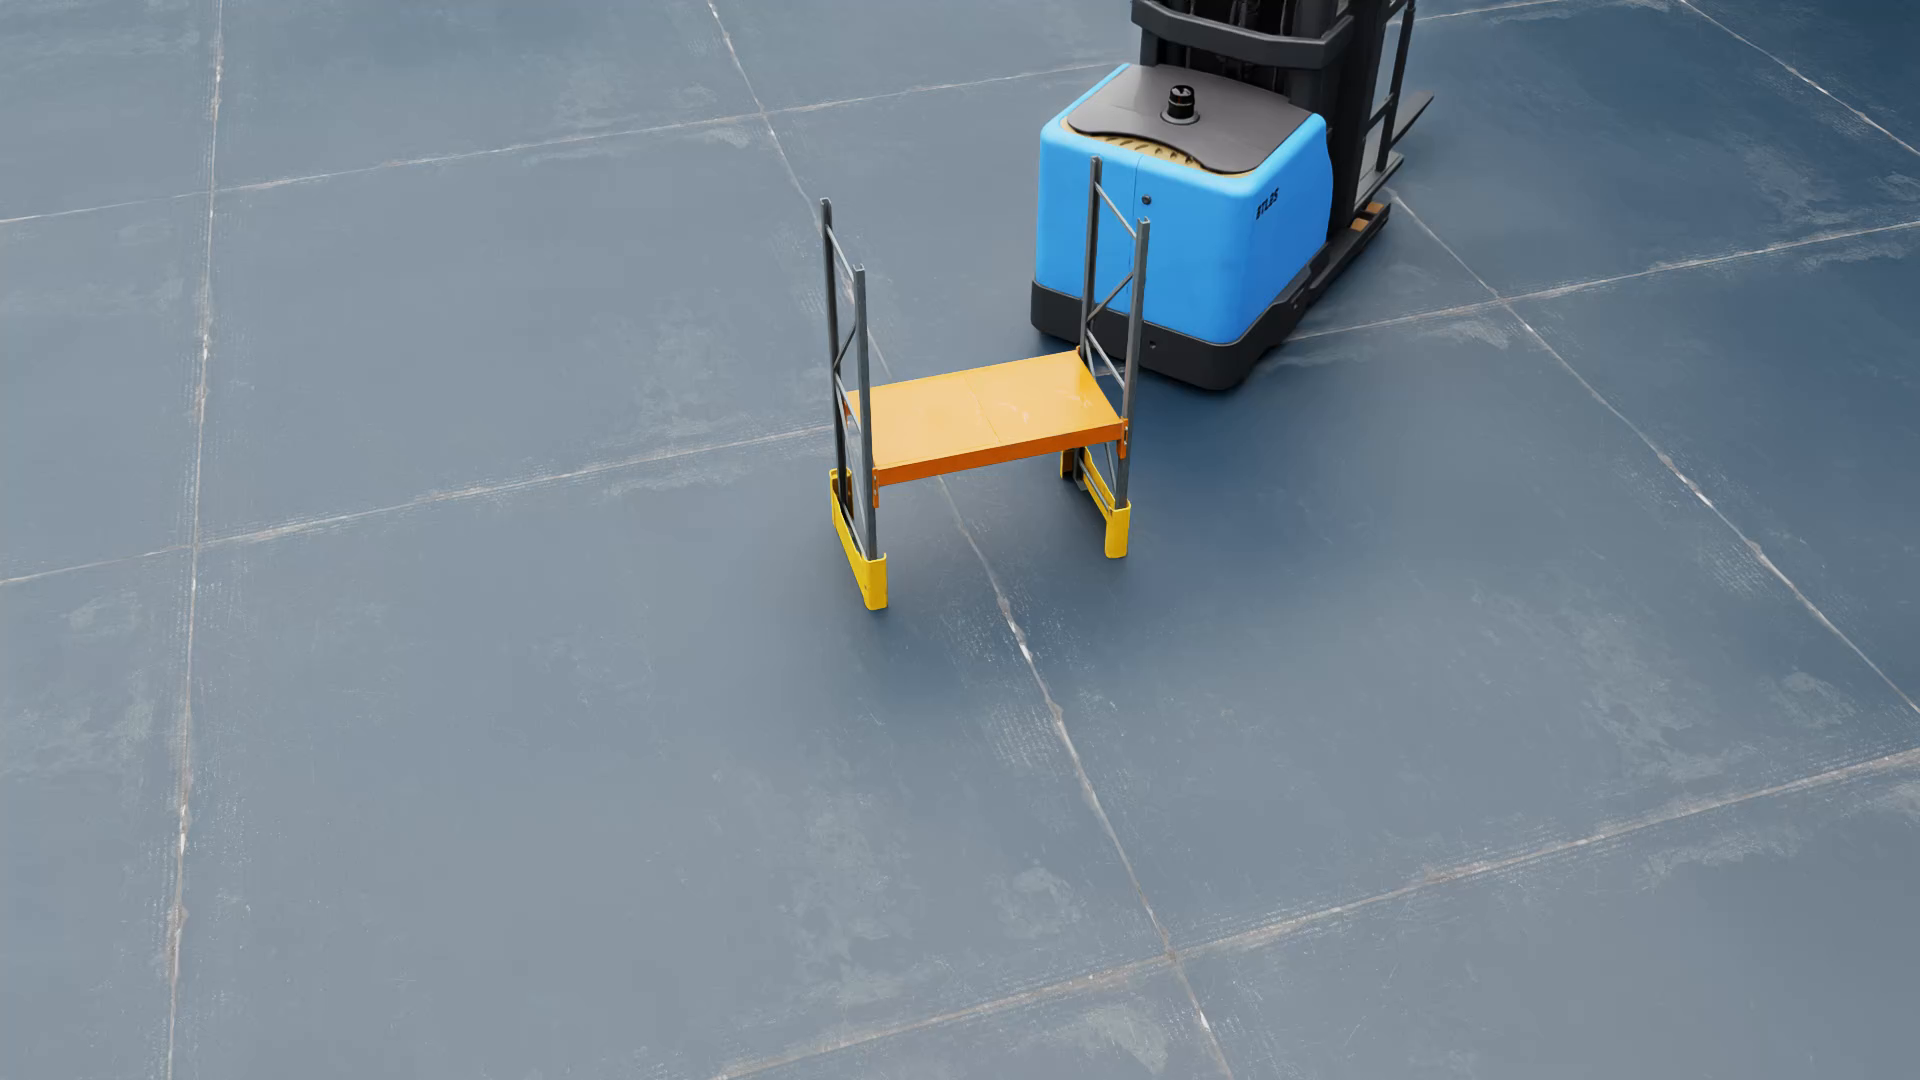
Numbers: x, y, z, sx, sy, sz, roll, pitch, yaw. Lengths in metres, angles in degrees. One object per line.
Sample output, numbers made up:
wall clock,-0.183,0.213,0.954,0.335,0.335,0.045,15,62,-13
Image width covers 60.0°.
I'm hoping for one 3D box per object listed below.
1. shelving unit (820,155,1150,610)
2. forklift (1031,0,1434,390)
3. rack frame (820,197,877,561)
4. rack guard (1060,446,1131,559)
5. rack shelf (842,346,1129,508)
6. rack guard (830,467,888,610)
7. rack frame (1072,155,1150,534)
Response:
shelving unit,0.073,-0.580,6.274,1.083,1.500,0.587,-12,42,-13
forklift,1.548,-2.715,7.630,1.130,2.935,3.031,23,46,24
rack frame,-0.404,-0.481,6.161,0.032,1.500,0.500,-12,42,-13
rack guard,0.548,-0.208,6.798,0.087,0.250,0.587,-12,42,-13
rack shelf,0.081,-0.446,6.394,1.000,0.185,0.538,-12,42,-13
rack guard,-0.402,-0.011,6.572,0.087,0.250,0.587,-12,42,-13
rack frame,0.566,-0.682,6.391,0.032,1.500,0.500,-12,42,-13
